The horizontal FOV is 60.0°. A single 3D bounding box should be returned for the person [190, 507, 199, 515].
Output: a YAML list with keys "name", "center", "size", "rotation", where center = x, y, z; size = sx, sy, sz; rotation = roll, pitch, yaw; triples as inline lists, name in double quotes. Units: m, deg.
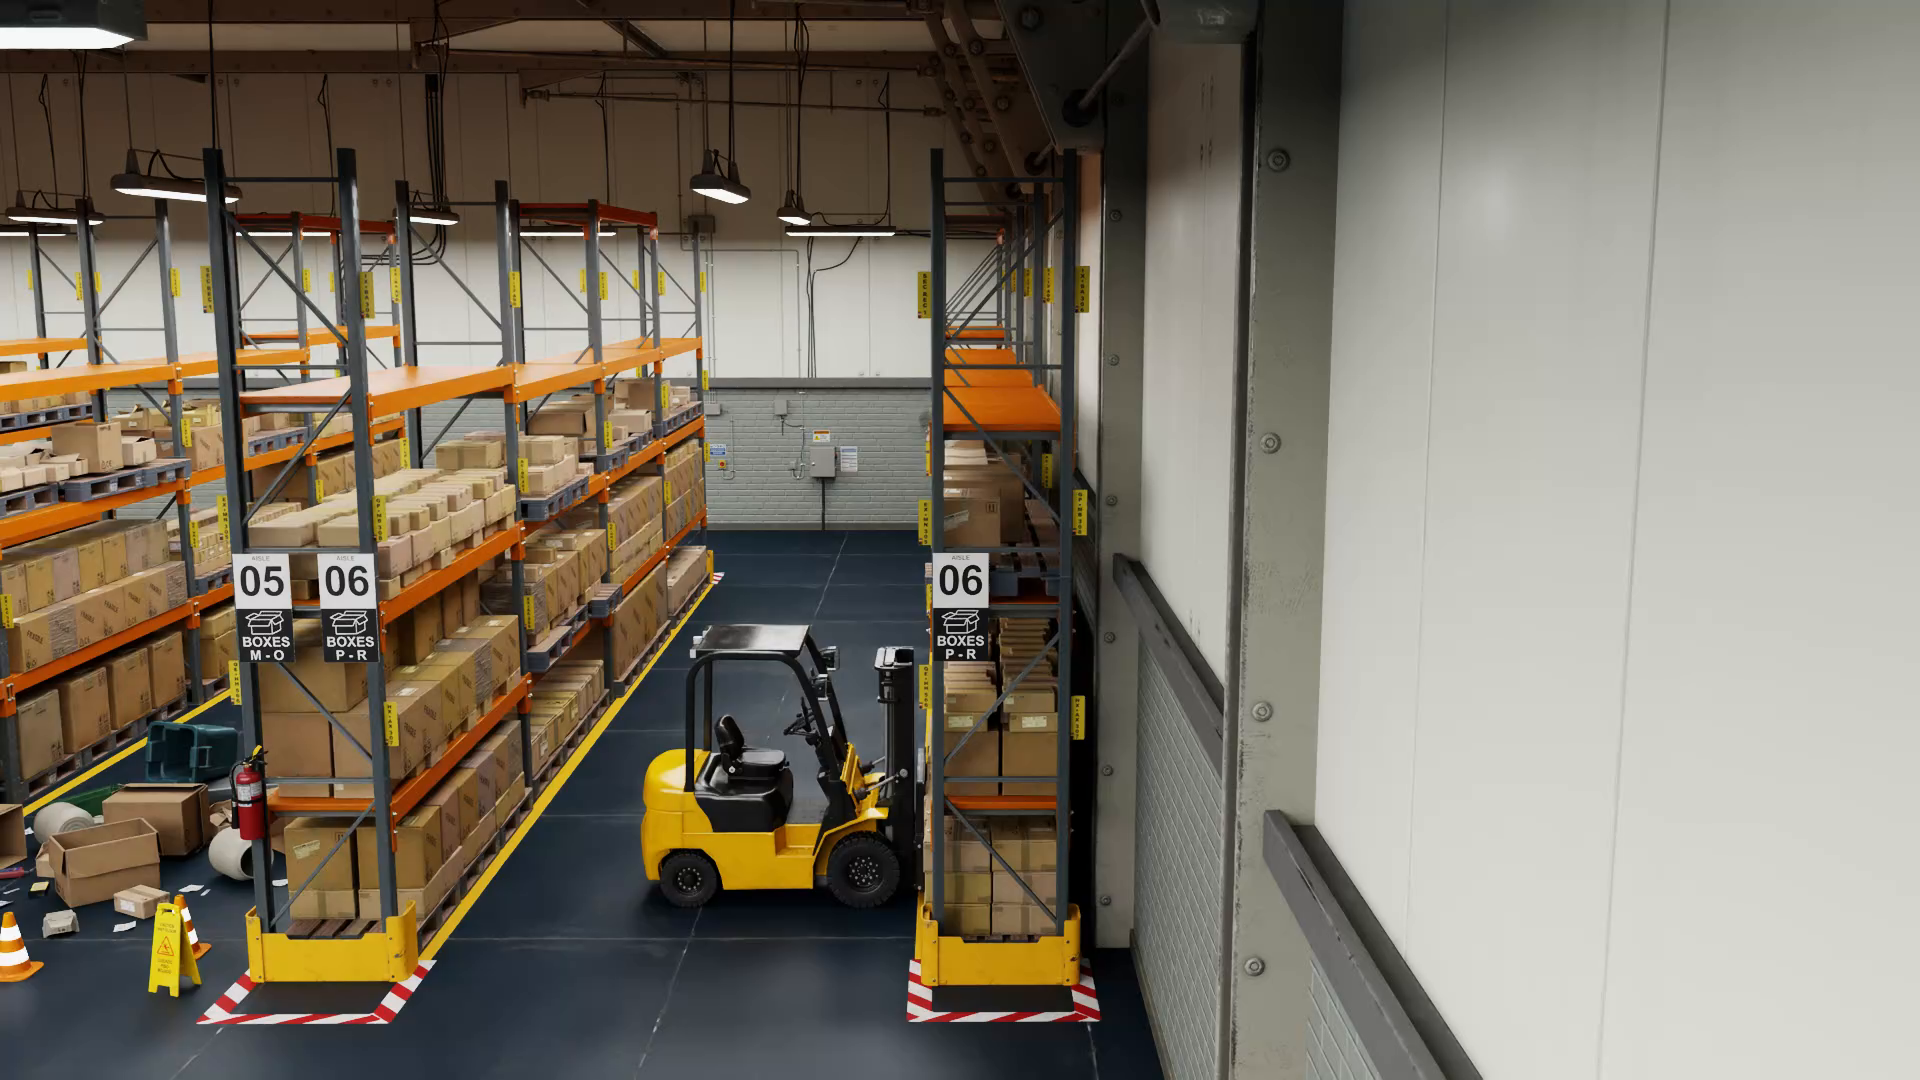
- name: "person"
  center: [-11.447, 0.352, 24.926]
  size: [0.690, 1.710, 0.653]
  rotation: [0, 9, 2]
